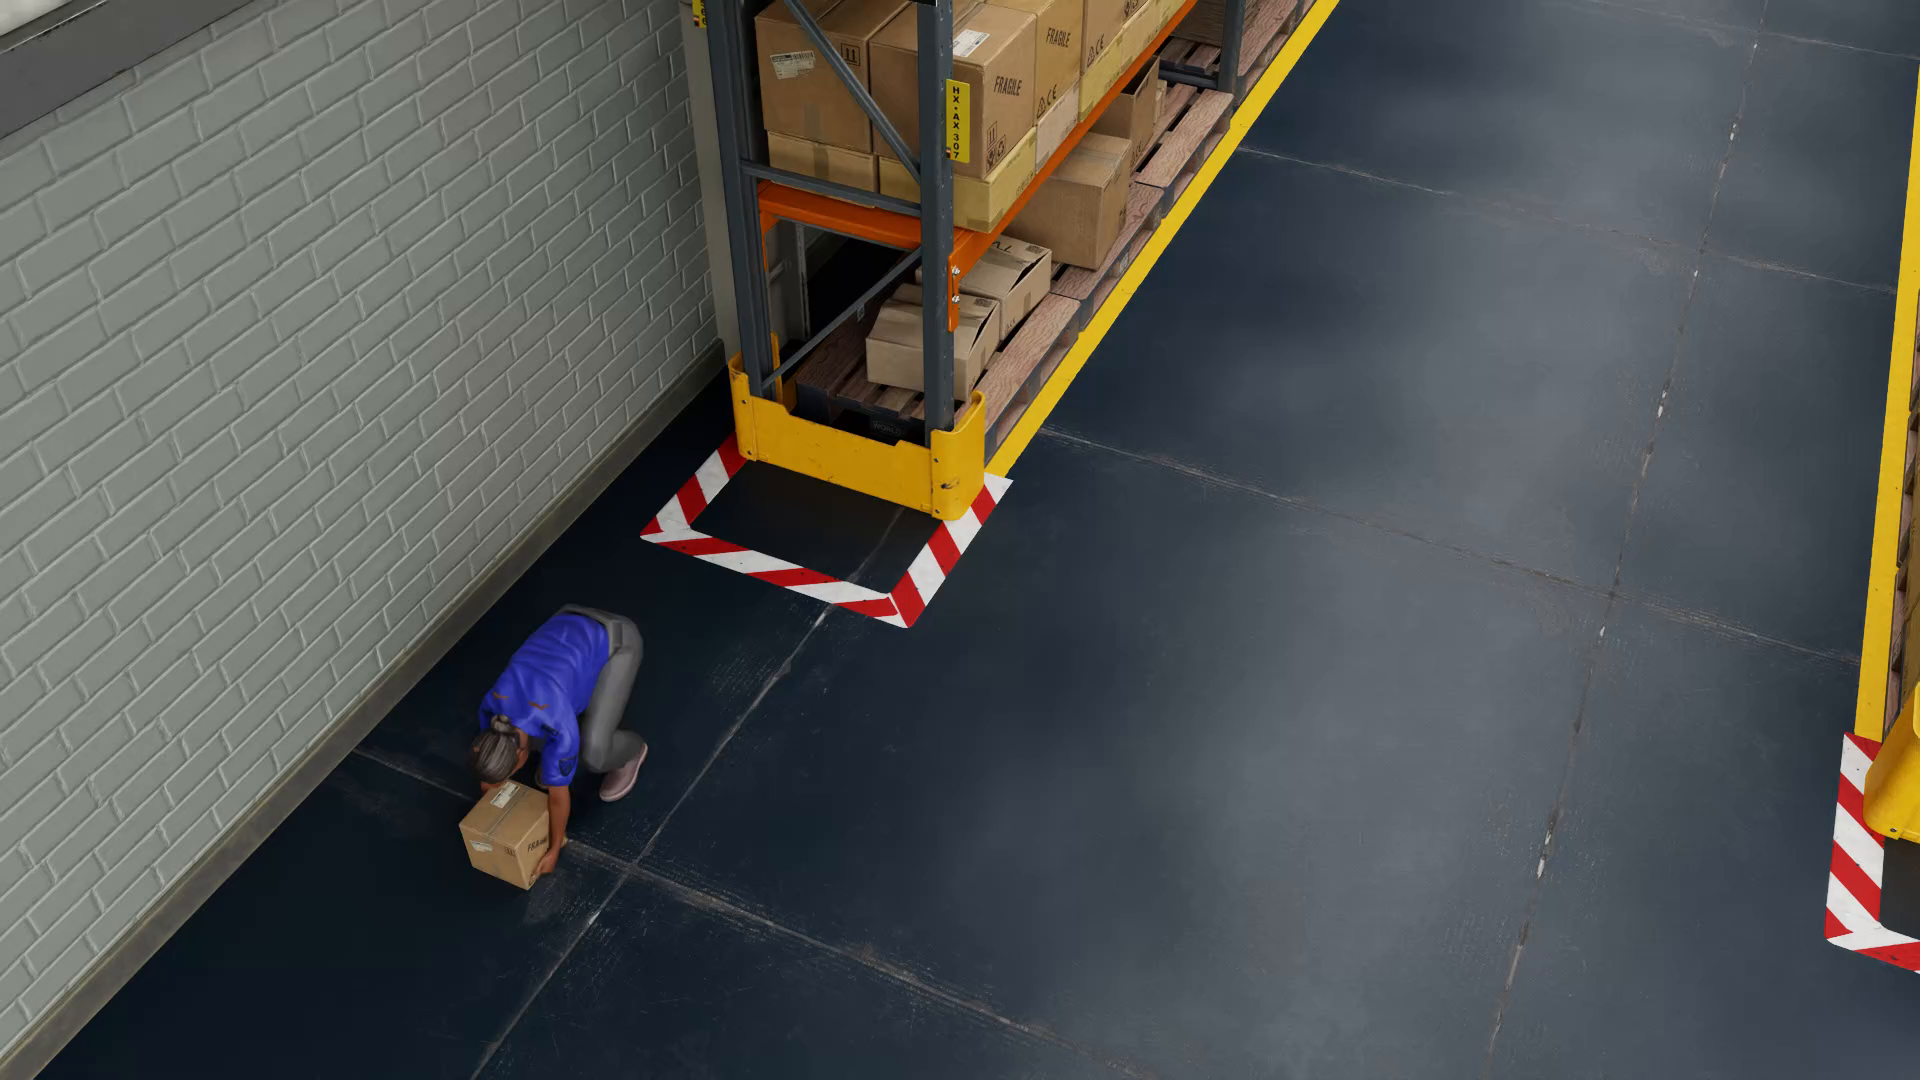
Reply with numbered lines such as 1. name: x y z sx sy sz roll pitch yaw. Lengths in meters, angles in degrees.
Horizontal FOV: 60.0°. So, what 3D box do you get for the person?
1. person: -1.410 0.271 5.860 0.474 1.662 0.443 17 45 18
